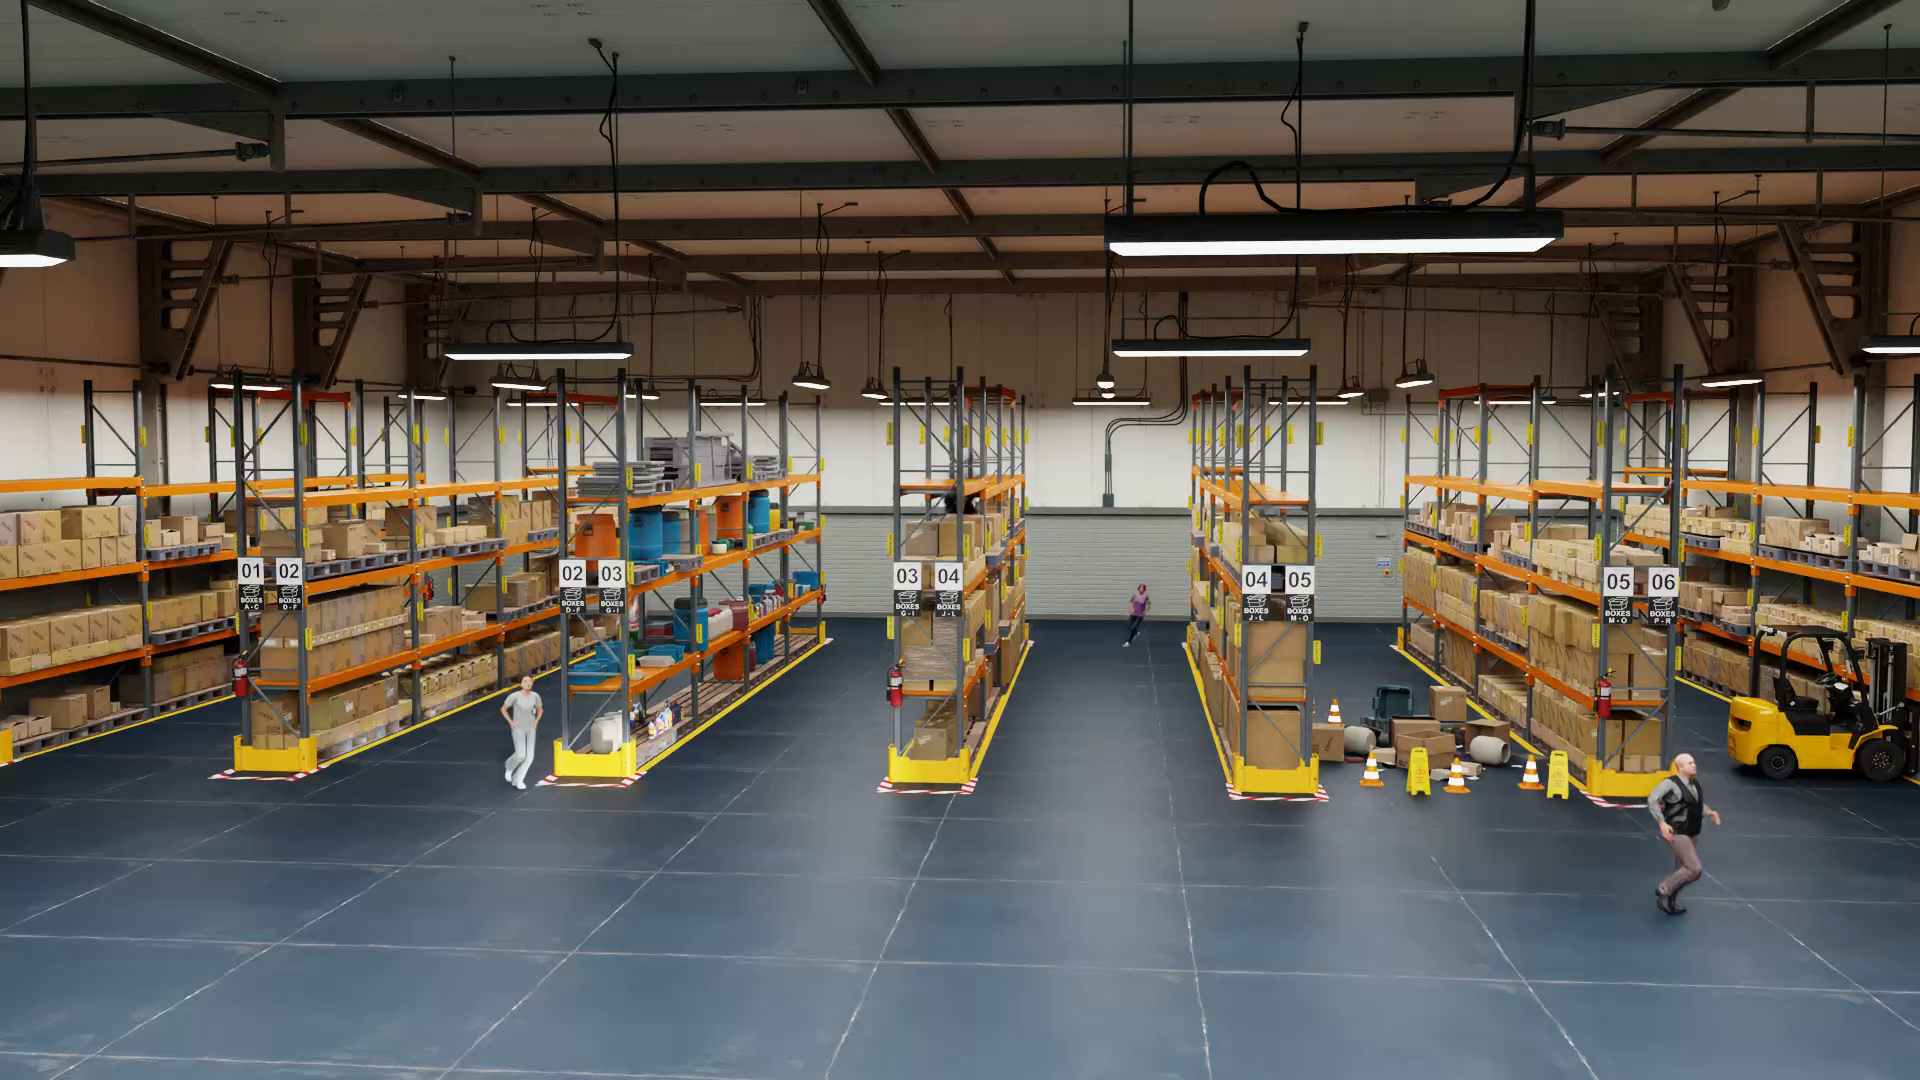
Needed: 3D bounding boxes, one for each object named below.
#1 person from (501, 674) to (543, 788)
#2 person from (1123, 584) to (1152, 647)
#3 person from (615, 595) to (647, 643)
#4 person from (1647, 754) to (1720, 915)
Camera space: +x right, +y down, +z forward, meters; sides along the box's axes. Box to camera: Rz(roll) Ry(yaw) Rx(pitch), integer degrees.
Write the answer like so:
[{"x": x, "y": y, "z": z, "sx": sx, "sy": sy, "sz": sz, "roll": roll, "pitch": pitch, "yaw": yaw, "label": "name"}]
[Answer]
[{"x": -6.226, "y": 2.718, "z": 23.756, "sx": 0.595, "sy": 1.623, "sz": 0.533, "roll": -3, "pitch": 4, "yaw": -36, "label": "person"}, {"x": 4.279, "y": 1.785, "z": 39.680, "sx": 0.617, "sy": 1.518, "sz": 0.669, "roll": 2, "pitch": 4, "yaw": 26, "label": "person"}, {"x": -6.959, "y": 1.921, "z": 35.150, "sx": 0.667, "sy": 1.768, "sz": 0.967, "roll": 0, "pitch": 4, "yaw": -5, "label": "person"}, {"x": 7.572, "y": 3.073, "z": 17.345, "sx": 0.667, "sy": 1.692, "sz": 0.618, "roll": -3, "pitch": 5, "yaw": -38, "label": "person"}]
